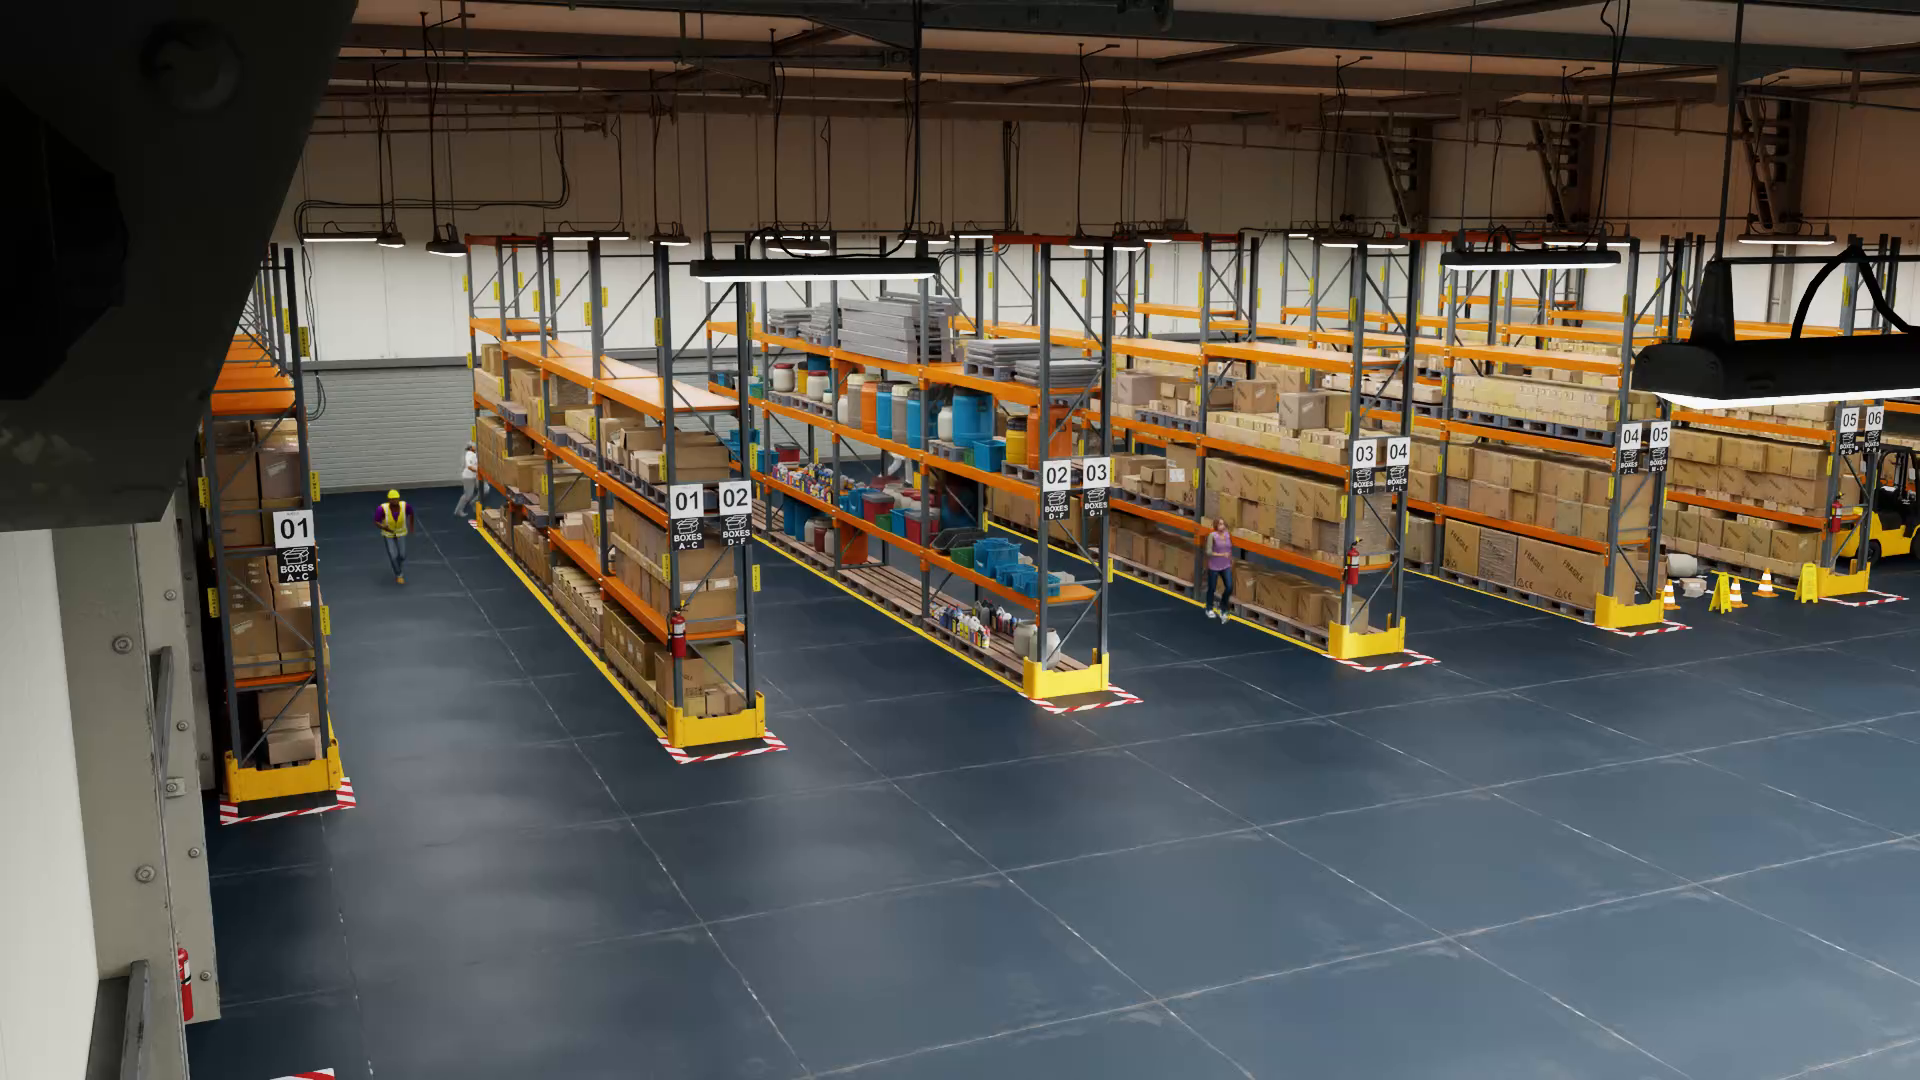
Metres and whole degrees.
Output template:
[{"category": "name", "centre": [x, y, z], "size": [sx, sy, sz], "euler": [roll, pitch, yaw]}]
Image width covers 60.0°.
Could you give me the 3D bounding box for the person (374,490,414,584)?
[{"category": "person", "centre": [-9.878, -0.065, 29.109], "size": [0.690, 1.685, 0.737], "euler": [-5, 12, -23]}]

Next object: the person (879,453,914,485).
[{"category": "person", "centre": [-1.451, -2.147, 39.515], "size": [1.045, 1.815, 0.725], "euler": [-2, 11, -12]}]

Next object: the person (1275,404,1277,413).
[{"category": "person", "centre": [8.289, -2.899, 43.587], "size": [0.652, 1.710, 0.727], "euler": [-3, 11, -14]}]

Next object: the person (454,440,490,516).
[{"category": "person", "centre": [-10.441, -1.334, 35.634], "size": [0.806, 1.620, 0.607], "euler": [1, 11, 3]}]

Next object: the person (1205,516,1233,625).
[{"category": "person", "centre": [3.929, 0.462, 25.082], "size": [0.509, 1.648, 0.655], "euler": [-3, 11, -17]}]
